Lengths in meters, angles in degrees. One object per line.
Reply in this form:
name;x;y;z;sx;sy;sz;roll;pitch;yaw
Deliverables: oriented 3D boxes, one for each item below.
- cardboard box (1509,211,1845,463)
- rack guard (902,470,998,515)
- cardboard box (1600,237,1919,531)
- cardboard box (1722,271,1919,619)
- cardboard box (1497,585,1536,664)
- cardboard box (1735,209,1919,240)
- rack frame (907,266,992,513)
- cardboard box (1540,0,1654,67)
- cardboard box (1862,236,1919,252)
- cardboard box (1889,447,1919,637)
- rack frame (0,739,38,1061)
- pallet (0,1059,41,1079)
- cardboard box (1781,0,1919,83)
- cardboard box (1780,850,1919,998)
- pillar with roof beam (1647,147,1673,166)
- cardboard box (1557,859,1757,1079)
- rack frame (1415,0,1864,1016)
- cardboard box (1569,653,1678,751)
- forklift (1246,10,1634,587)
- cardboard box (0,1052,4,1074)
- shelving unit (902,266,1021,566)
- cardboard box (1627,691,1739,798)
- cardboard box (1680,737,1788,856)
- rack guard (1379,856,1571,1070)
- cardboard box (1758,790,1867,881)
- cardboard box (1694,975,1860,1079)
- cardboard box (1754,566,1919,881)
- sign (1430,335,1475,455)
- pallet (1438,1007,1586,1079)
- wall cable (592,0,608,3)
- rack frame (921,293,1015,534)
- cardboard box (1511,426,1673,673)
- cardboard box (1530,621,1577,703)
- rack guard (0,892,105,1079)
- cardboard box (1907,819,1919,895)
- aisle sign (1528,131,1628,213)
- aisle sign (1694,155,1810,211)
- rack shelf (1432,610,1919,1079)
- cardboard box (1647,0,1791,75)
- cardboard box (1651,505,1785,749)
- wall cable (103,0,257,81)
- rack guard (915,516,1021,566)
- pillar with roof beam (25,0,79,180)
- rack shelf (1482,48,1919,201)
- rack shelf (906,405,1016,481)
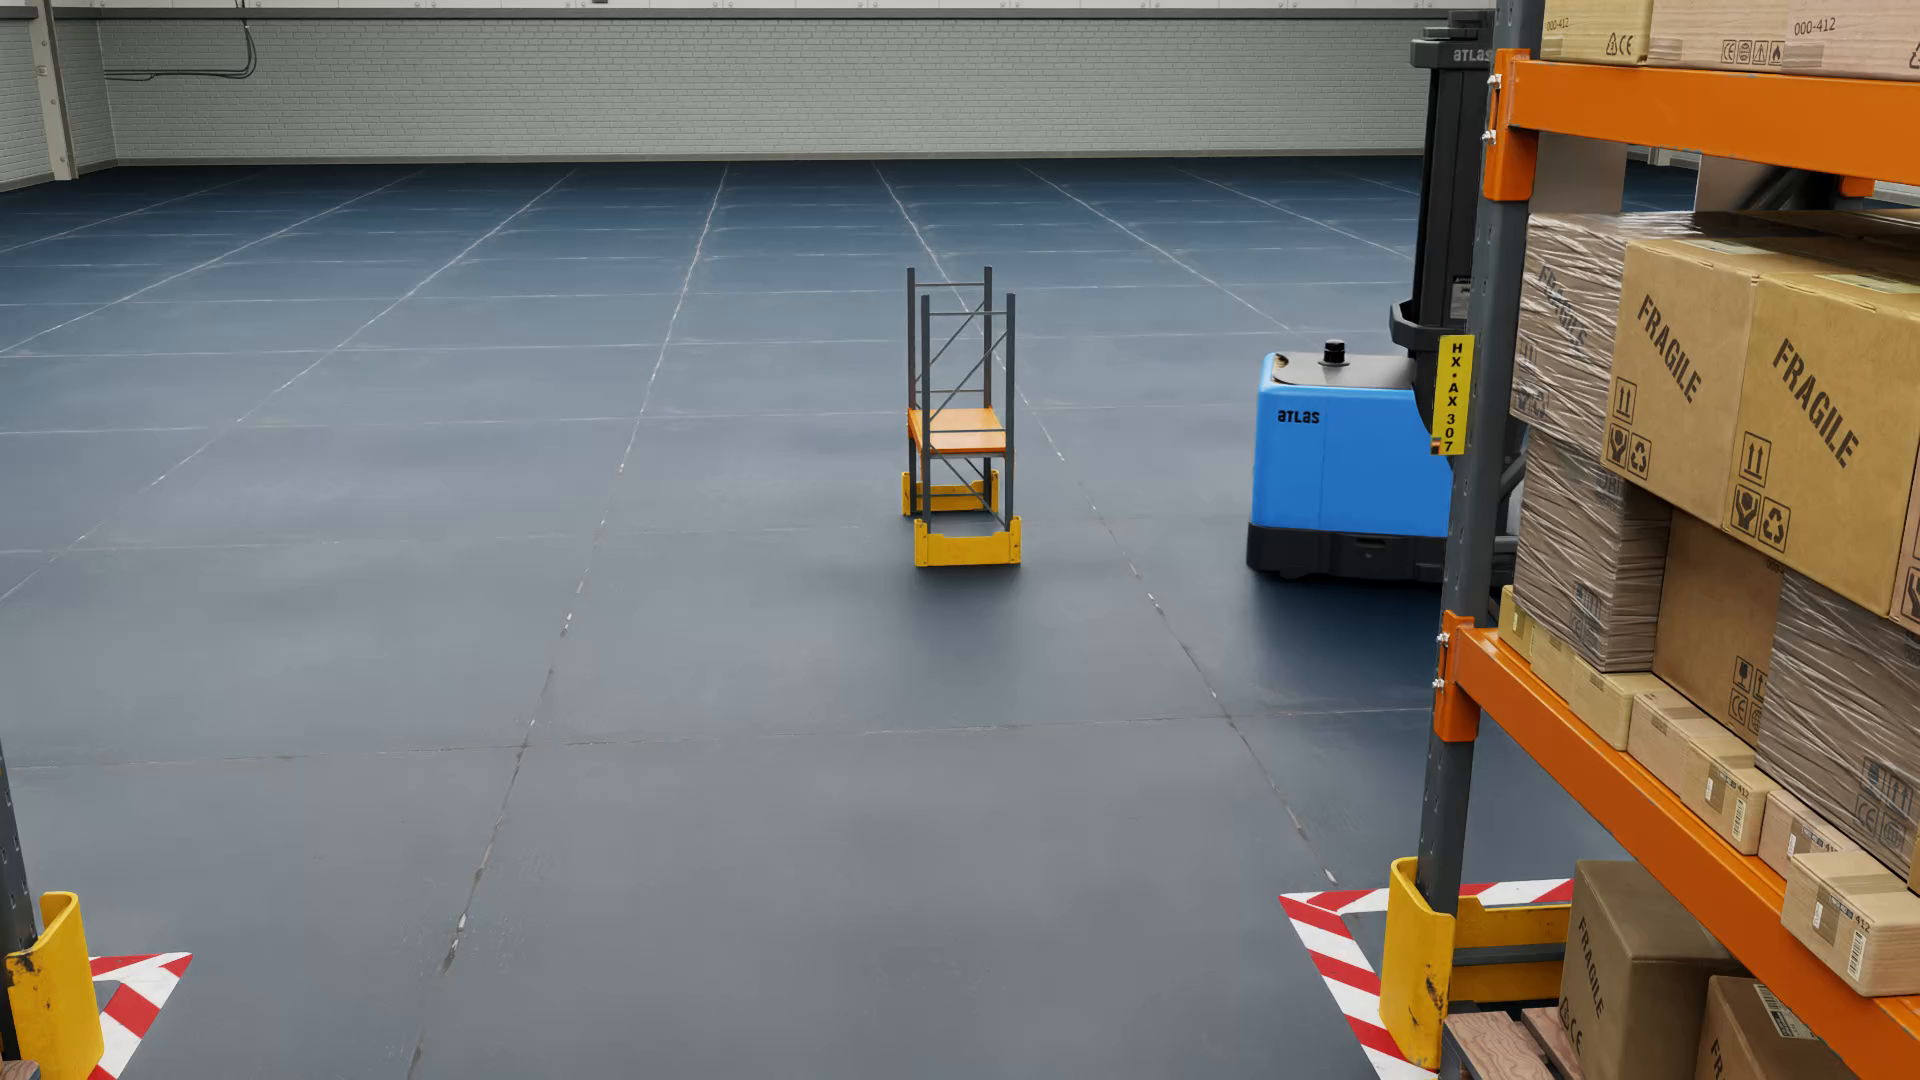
cardboard box;1.648;-0.485;3.882;0.500;0.500;0.500;-2;18;-6
rack guard;-0.059;-0.290;10.185;0.587;0.250;0.087;-2;18;-6
cardboard box;1.693;-0.336;3.407;0.500;0.500;0.500;-2;18;-6
cardboard box;1.746;-0.187;2.933;0.500;0.500;0.500;-2;18;-6
cardboard box;1.655;0.221;4.384;0.380;0.149;0.250;-2;18;-6
cardboard box;2.165;-0.501;3.933;0.500;0.500;0.500;-2;18;-6
rack frame;-0.061;-0.892;10.016;0.500;1.500;0.032;-2;18;-6
cardboard box;1.655;-1.199;3.731;0.500;0.250;0.500;-1;17;-4
cardboard box;2.222;-0.353;3.459;0.500;0.500;0.500;-2;18;-6
cardboard box;1.803;-0.038;2.459;0.500;0.500;0.500;-2;18;-6
rack frame;-3.082;0.132;4.248;1.000;3.000;0.127;-2;18;-6
pallet;-2.921;1.698;3.915;1.003;0.211;1.213;-2;18;-6
cardboard box;1.761;-0.898;2.772;0.500;0.250;0.500;-2;18;-6
cardboard box;1.713;0.671;2.951;0.380;0.149;0.250;-2;18;-6
pillar with roof beam;10.200;-11.935;32.671;9.100;9.000;0.400;-2;18;-6
cardboard box;1.910;1.188;4.358;0.500;0.500;0.500;1;17;5
rack frame;1.862;0.009;4.640;1.000;3.000;0.127;-2;18;-6
cardboard box;1.672;0.371;3.906;0.380;0.149;0.250;-2;18;-6
forklift;3.125;-1.235;8.716;3.031;2.935;1.130;4;18;11
cardboard box;-2.946;1.146;3.866;0.875;0.875;0.875;-2;18;-5
shelving unit;-0.008;-0.738;9.525;0.587;1.500;1.083;-2;18;-6
cardboard box;1.719;0.445;3.671;0.380;0.149;0.250;-2;18;-6
cardboard box;1.737;0.520;3.433;0.380;0.149;0.250;-2;18;-6
rack guard;1.870;1.224;4.943;1.175;0.500;0.348;-2;18;-6
cardboard box;1.790;0.593;3.198;0.380;0.149;0.250;-2;18;-6
cardboard box;2.006;1.365;3.794;0.500;0.500;0.500;3;18;9
cardboard box;2.071;0.280;3.115;0.875;0.500;0.500;-2;18;-6
sign;1.323;-0.387;4.457;0.100;0.325;0.005;-2;18;-6
pallet;1.919;1.605;4.211;1.003;0.211;1.213;-2;18;-6
wall cable;-6.395;-13.925;33.331;2.305;6.003;0.169;-2;18;-6
rack frame;0.044;-0.590;9.051;0.500;1.500;0.032;-2;18;-6
cardboard box;1.892;-0.016;4.056;0.875;0.500;0.500;-2;18;-6
cardboard box;1.661;0.296;4.145;0.380;0.149;0.250;-2;18;-6
rack guard;-3.084;1.318;4.645;1.175;0.500;0.348;-2;18;-6
cardboard box;2.111;0.429;2.639;0.875;0.500;0.500;-2;18;-6
aisle sign;1.558;-1.240;4.280;0.394;0.787;0.004;-2;18;-6
aisle sign;2.154;-1.259;4.339;0.394;0.787;0.004;-2;18;-6
rack shelf;2.069;0.948;2.850;1.077;0.370;4.000;-2;18;-6
cardboard box;1.714;-1.045;3.242;0.500;0.250;0.500;-2;18;-7
cardboard box;2.063;0.129;3.593;0.875;0.500;0.500;-2;18;-6
wall cable;-15.839;-10.532;33.386;3.097;2.526;0.112;-2;18;-6
rack guard;0.044;0.006;9.239;0.587;0.250;0.087;-2;18;-6
pillar with roof beam;-12.568;-11.228;30.419;9.100;9.000;0.400;-2;18;-6
rack shelf;2.069;-0.483;2.401;1.077;0.370;4.000;-2;18;-6
rack shelf;-0.009;-0.569;9.587;0.538;0.185;1.000;-2;18;-6
